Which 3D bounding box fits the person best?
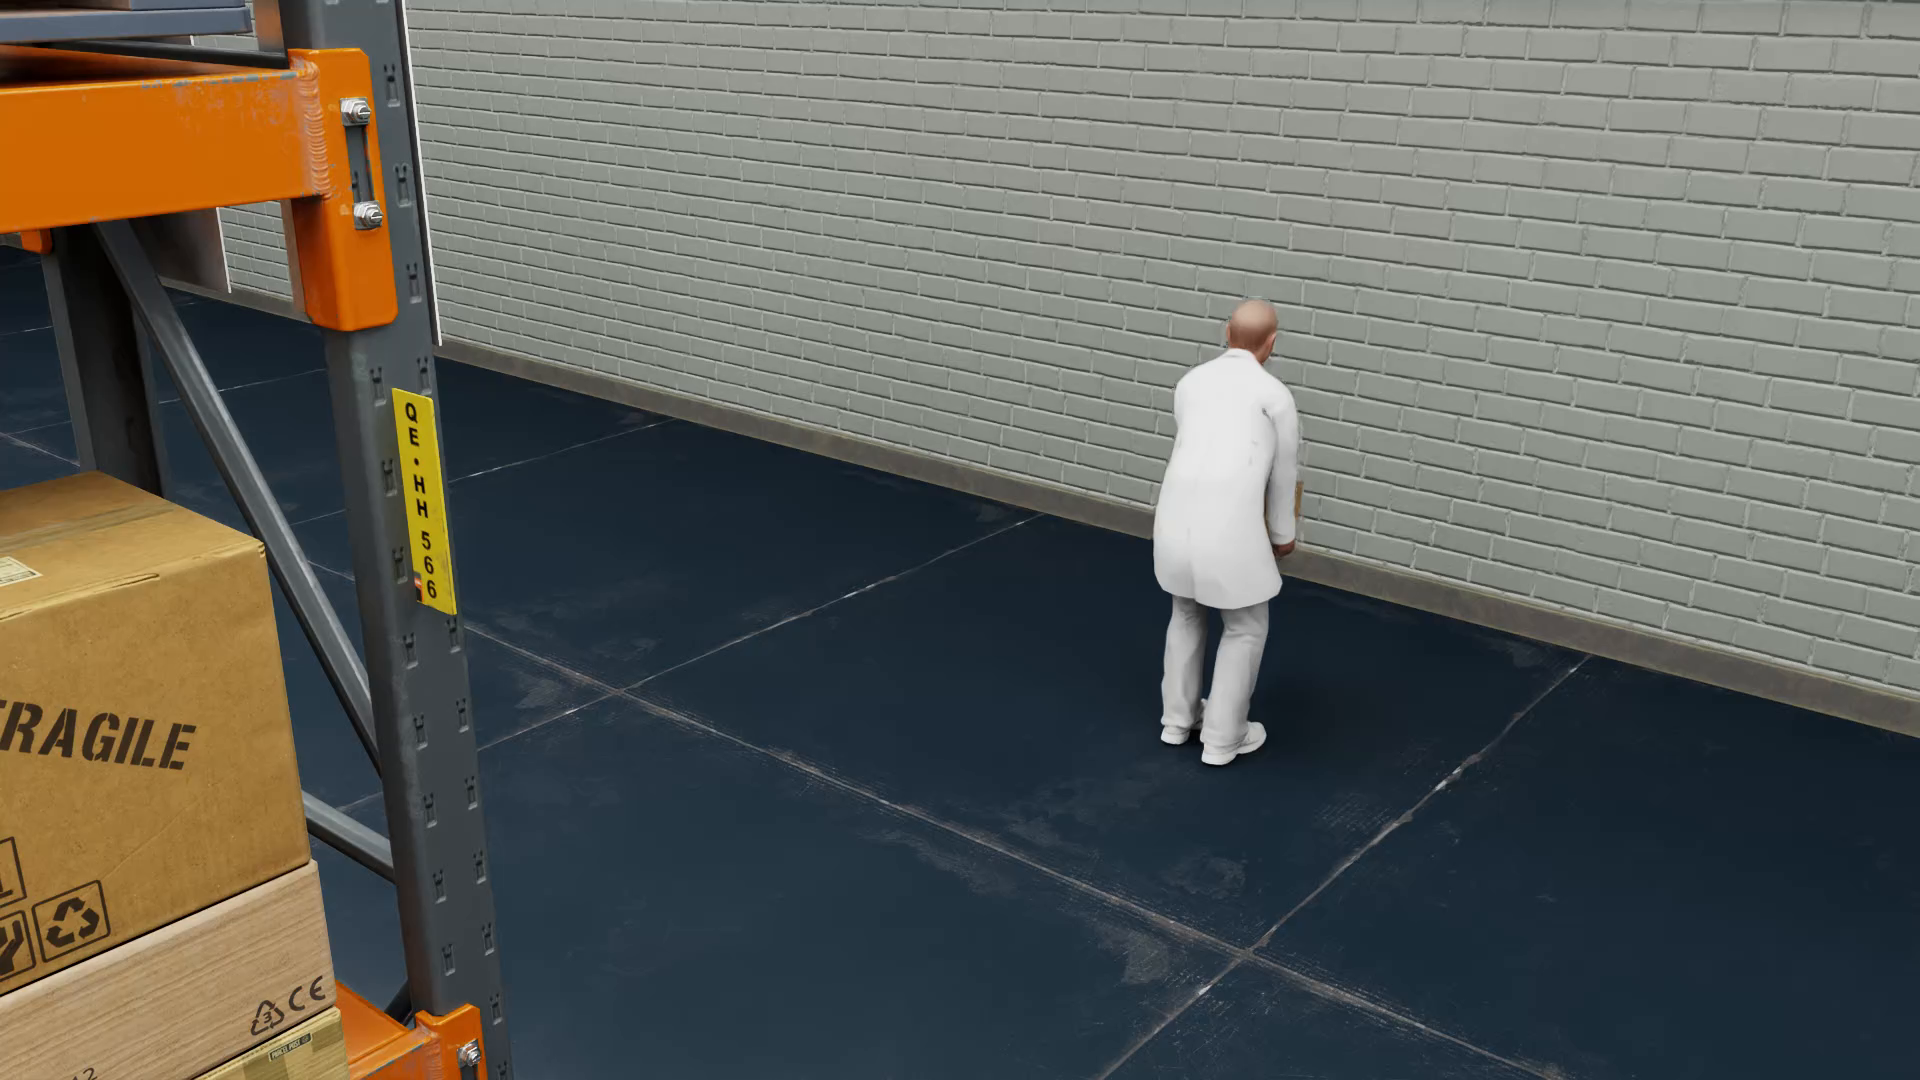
[{"bbox_3d":[1.019,-0.035,6.293,0.530,1.717,0.614,15,25,36],"label":"person"}]
